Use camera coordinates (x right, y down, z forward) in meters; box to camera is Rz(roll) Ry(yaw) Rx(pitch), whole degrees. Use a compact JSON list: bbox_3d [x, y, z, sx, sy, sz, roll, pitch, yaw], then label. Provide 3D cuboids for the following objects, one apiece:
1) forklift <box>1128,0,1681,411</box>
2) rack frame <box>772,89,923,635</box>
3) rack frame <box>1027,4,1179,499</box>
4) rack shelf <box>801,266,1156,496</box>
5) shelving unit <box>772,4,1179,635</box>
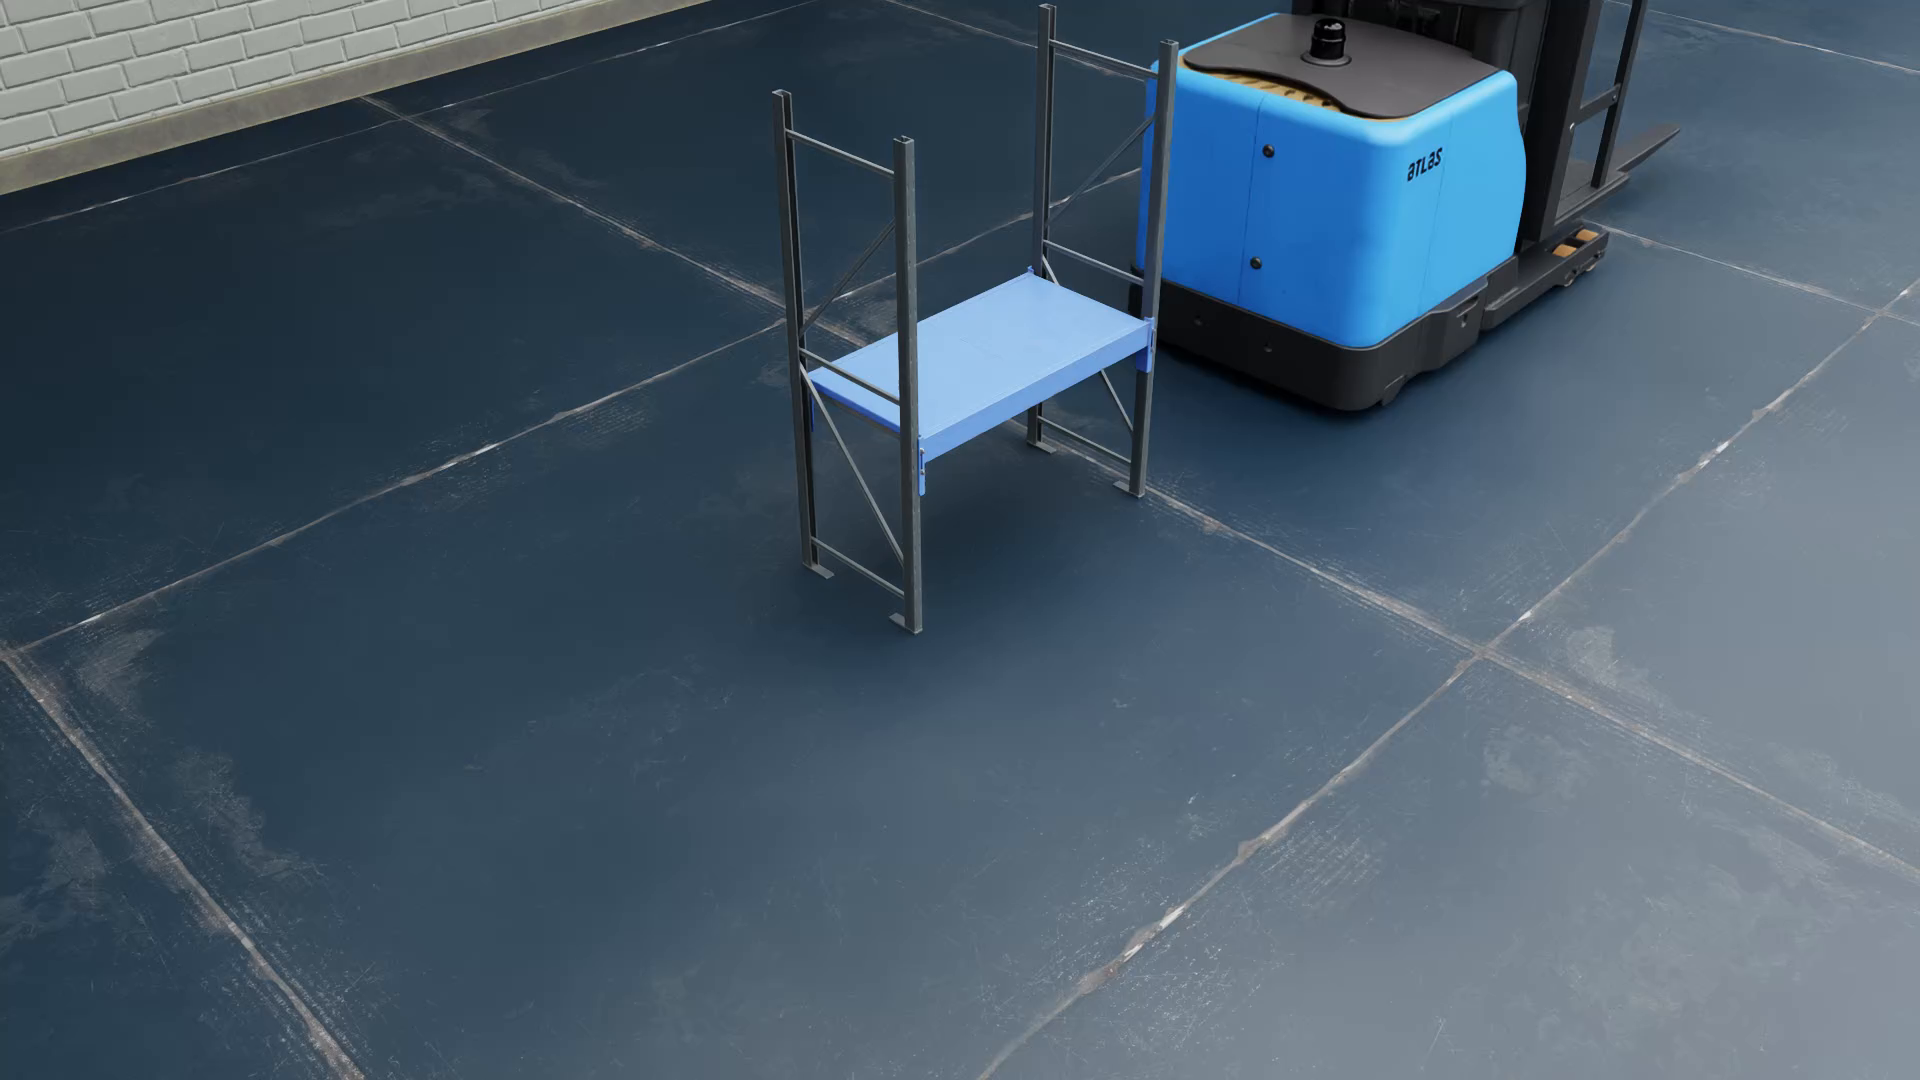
[{"bbox_3d":[2.008,-2.403,6.134,1.130,2.935,3.031,28,44,34],"label":"forklift"},{"bbox_3d":[-0.298,-0.443,4.575,0.500,1.500,0.032,30,45,35],"label":"rack frame"},{"bbox_3d":[0.418,-0.856,5.167,0.500,1.500,0.032,30,45,35],"label":"rack frame"},{"bbox_3d":[0.060,-0.502,4.974,0.538,0.185,1.000,30,45,35],"label":"rack shelf"},{"bbox_3d":[0.060,-0.650,4.871,0.538,1.500,1.048,30,45,35],"label":"shelving unit"}]
